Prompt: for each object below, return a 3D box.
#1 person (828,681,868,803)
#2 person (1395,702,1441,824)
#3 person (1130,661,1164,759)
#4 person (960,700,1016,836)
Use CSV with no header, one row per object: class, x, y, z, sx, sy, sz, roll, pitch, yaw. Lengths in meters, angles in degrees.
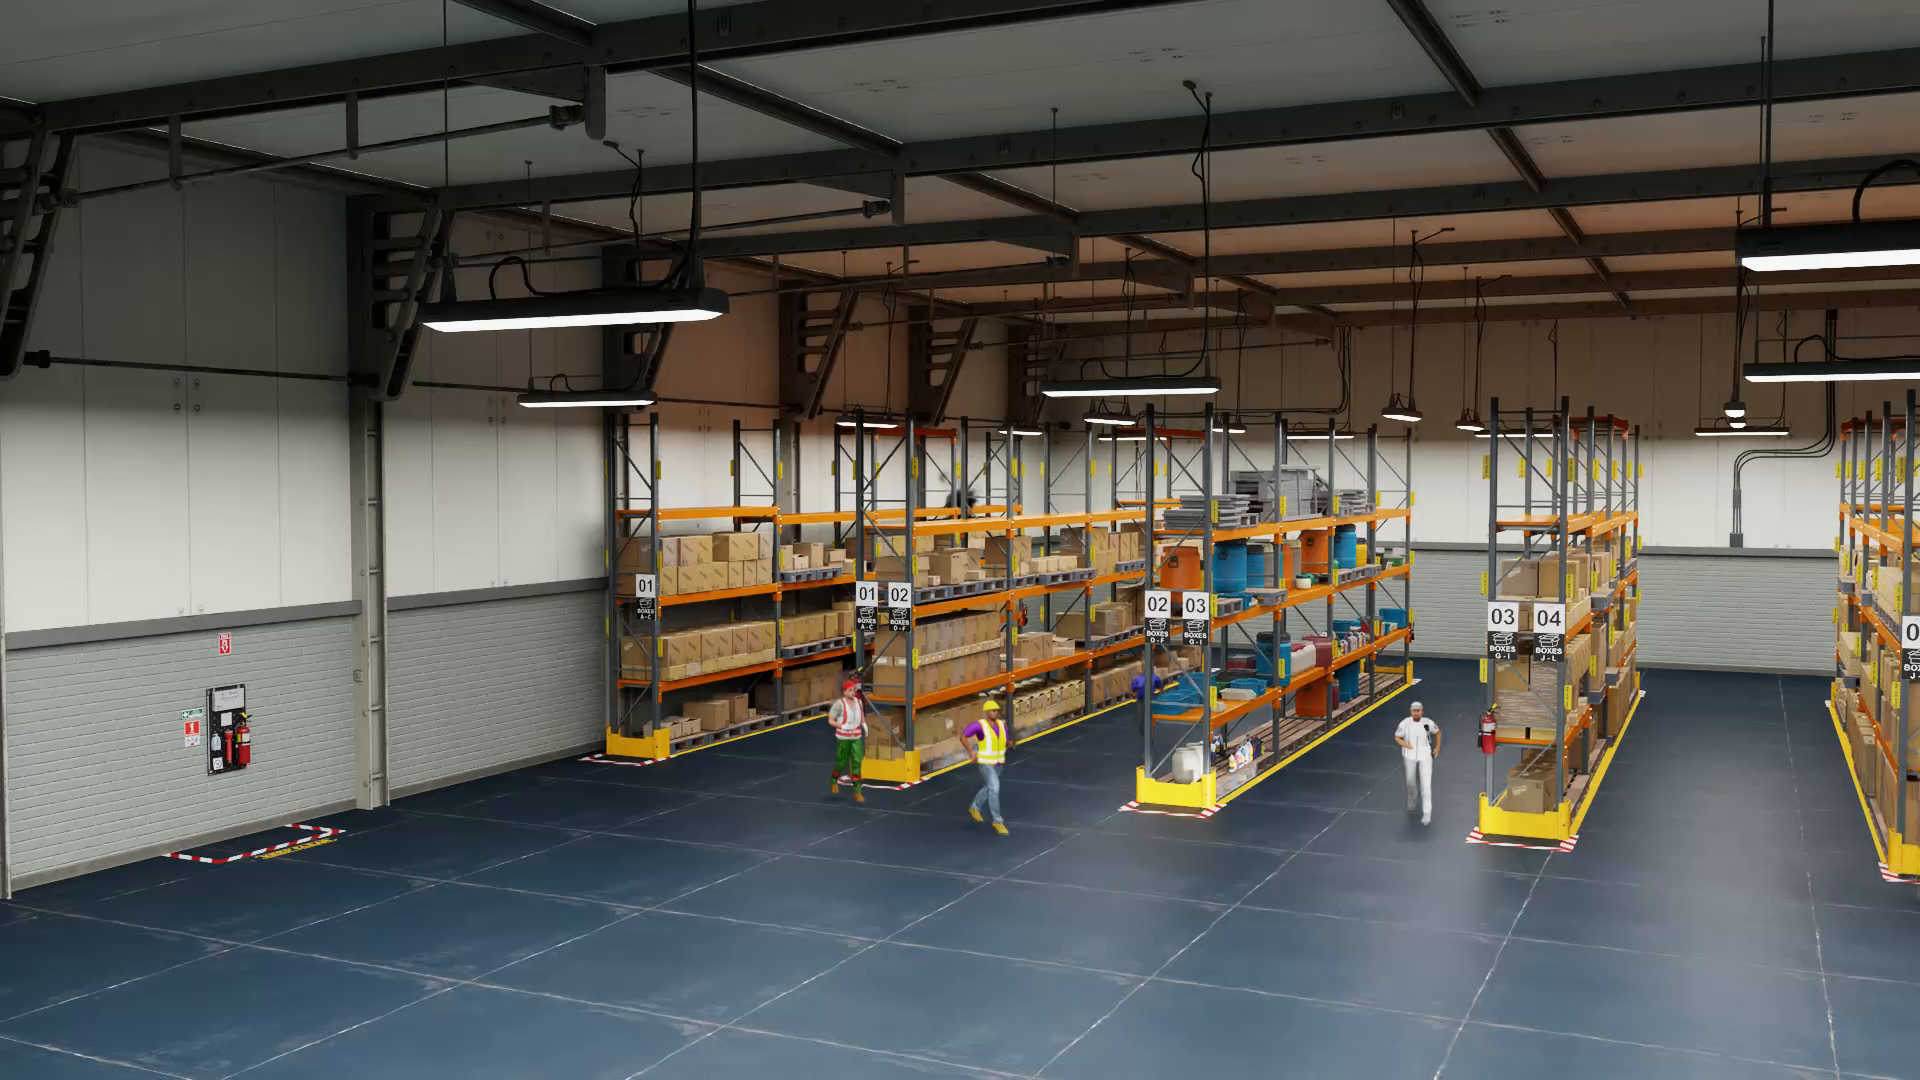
person,-1.697,3.035,25.276,0.683,1.809,0.880,-1,3,-31
person,6.580,3.165,23.921,0.642,1.703,0.867,1,3,19
person,3.254,2.937,29.067,0.579,1.657,0.923,1,2,15
person,0.423,3.134,23.156,0.686,1.811,0.901,-2,3,-43
